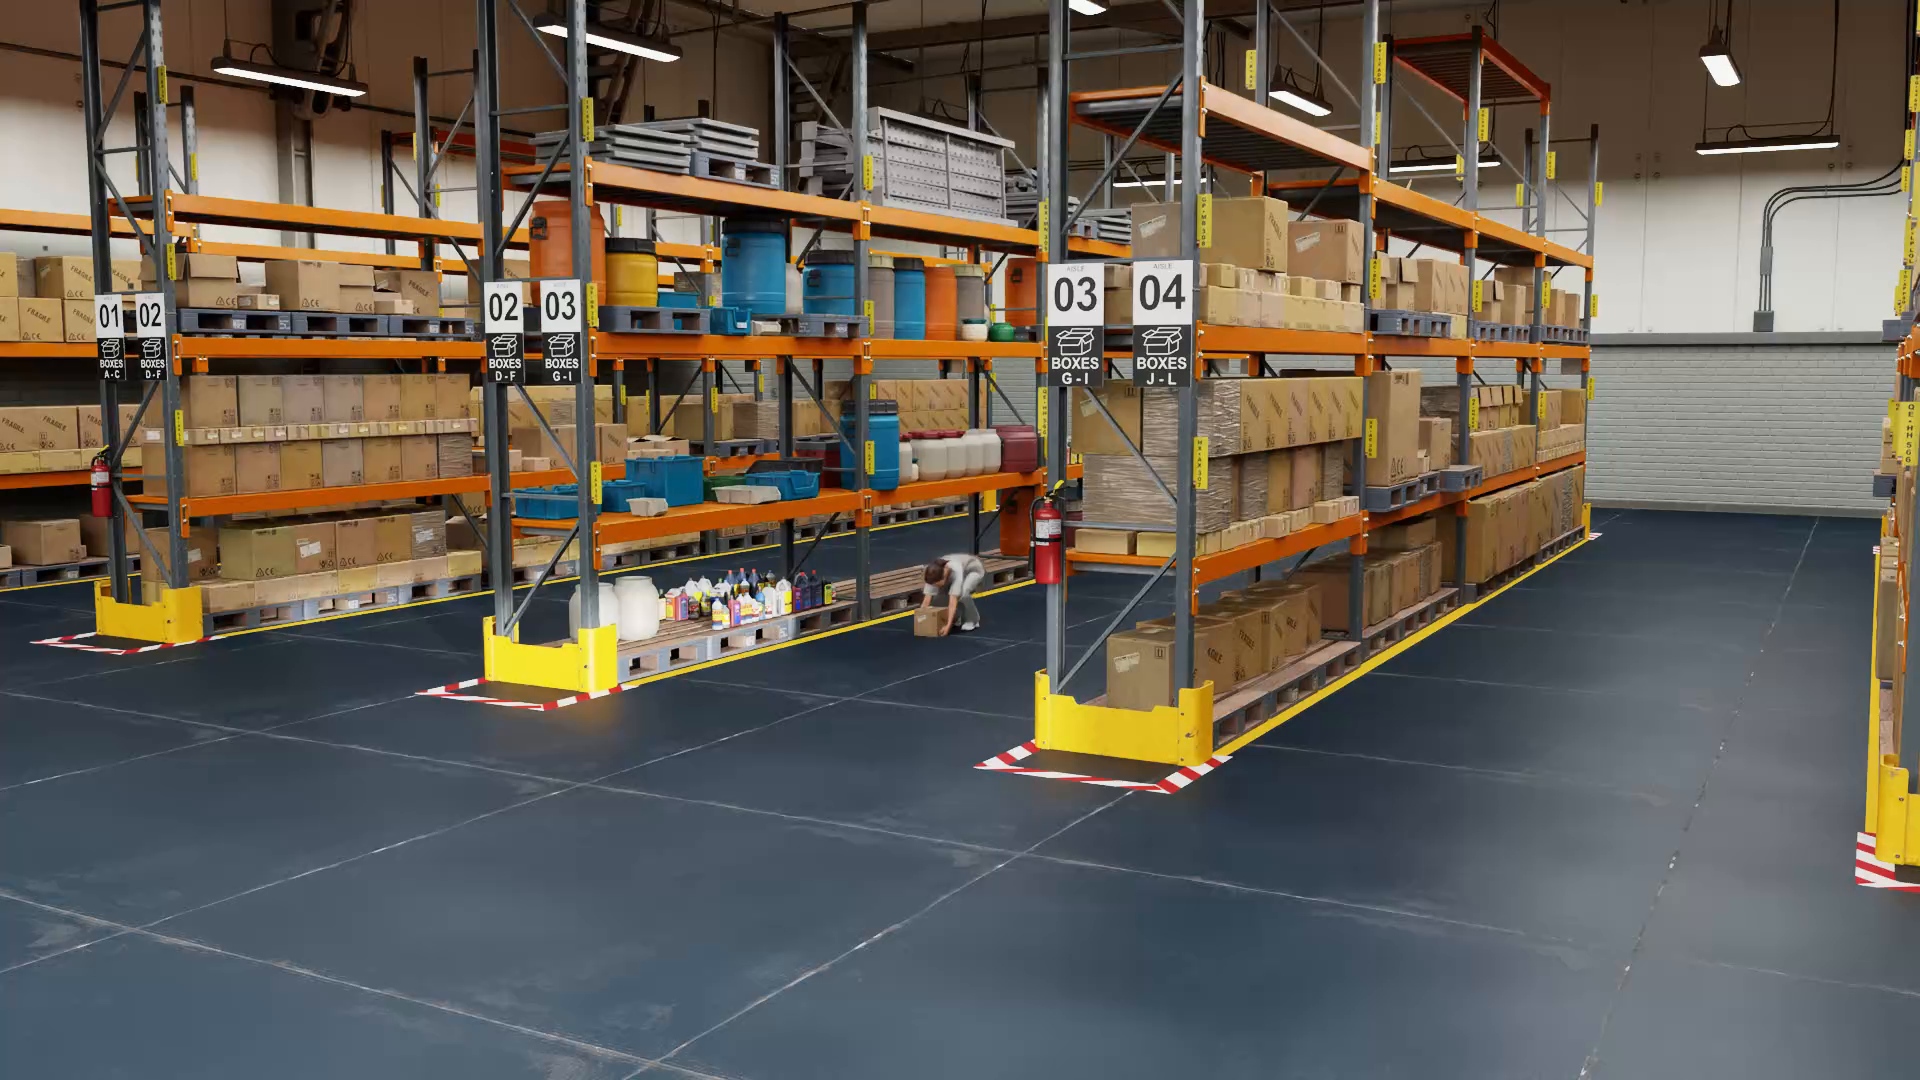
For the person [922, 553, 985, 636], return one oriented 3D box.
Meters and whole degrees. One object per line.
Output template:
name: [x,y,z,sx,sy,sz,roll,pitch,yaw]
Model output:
person: [-0.083,0.513,16.010,0.462,0.764,0.867,4,7,32]
